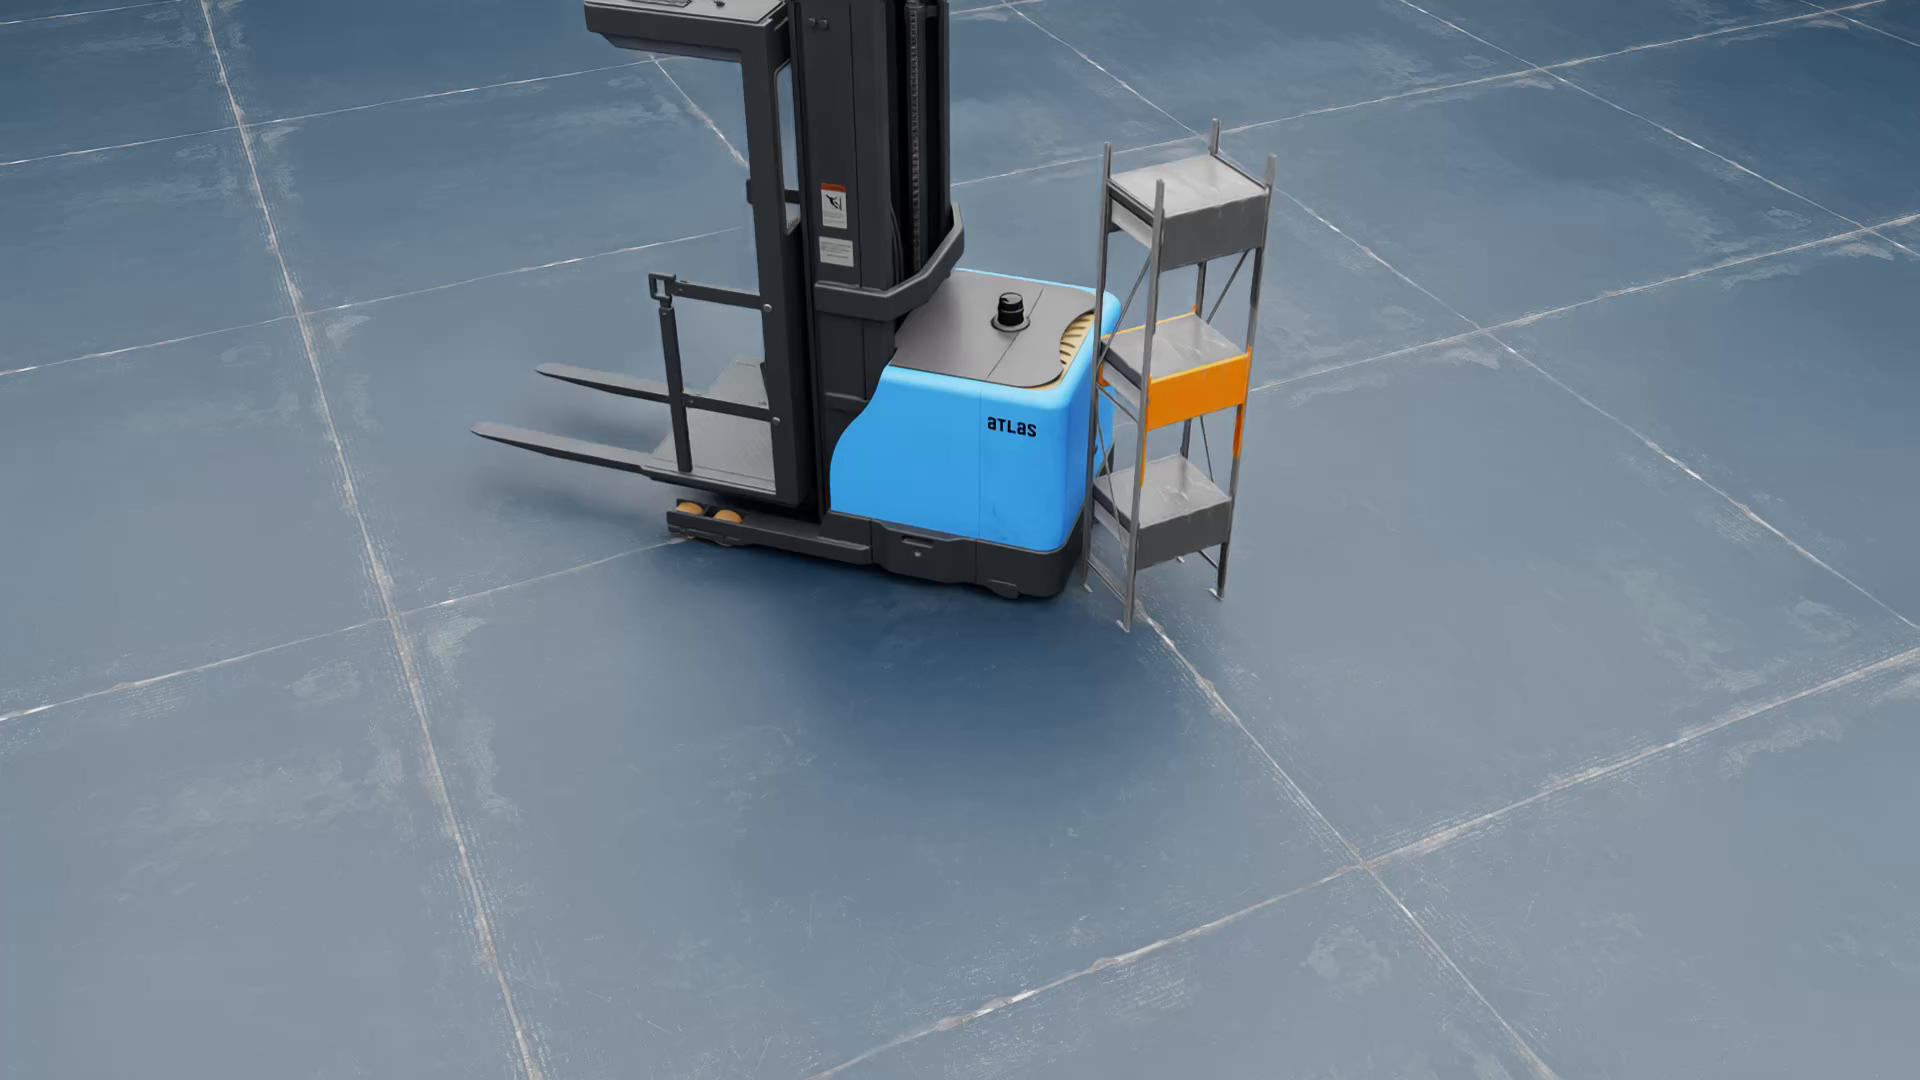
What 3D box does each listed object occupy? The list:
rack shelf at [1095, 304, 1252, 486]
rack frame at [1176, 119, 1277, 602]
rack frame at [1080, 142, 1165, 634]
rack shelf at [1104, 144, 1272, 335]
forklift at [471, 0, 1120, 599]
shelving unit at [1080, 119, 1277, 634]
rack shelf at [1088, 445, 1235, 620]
[{"bbox_3d":[0.855,-0.599,6.817,0.480,0.518,0.431,-17,40,-21],"label":"rack shelf"},{"bbox_3d":[1.072,-0.676,6.898,0.015,2.100,0.400,-17,40,-21],"label":"rack frame"},{"bbox_3d":[0.638,-0.543,6.720,0.015,2.100,0.400,-17,40,-21],"label":"rack frame"},{"bbox_3d":[0.855,-1.161,6.400,0.480,0.518,0.431,-17,40,-21],"label":"rack shelf"},{"bbox_3d":[-0.842,-1.434,7.223,3.031,2.935,1.130,11,38,15],"label":"forklift"},{"bbox_3d":[0.855,-0.609,6.809,0.503,2.100,0.431,-17,40,-21],"label":"shelving unit"},{"bbox_3d":[0.855,-0.036,7.234,0.480,0.518,0.431,-17,40,-21],"label":"rack shelf"}]
